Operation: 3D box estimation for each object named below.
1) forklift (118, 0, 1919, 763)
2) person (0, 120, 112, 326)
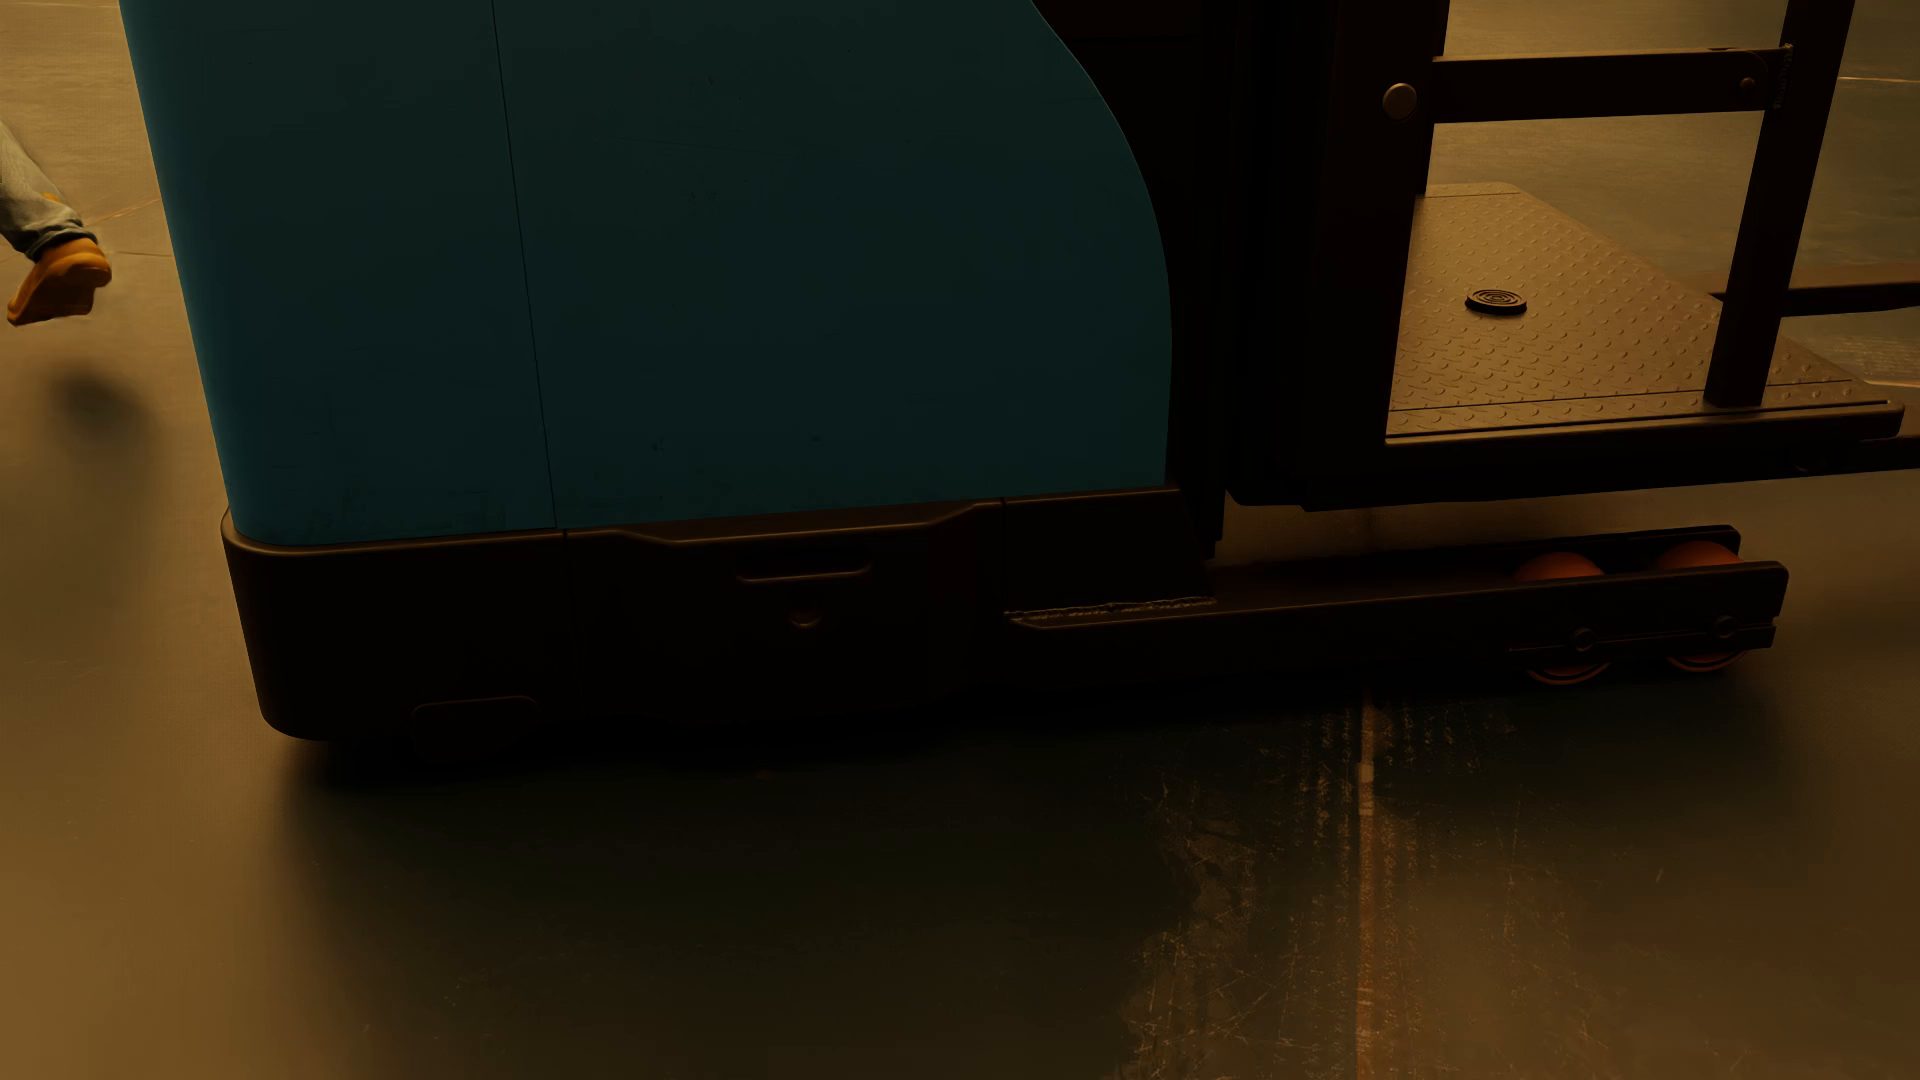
[{"bbox_3d":[0.600,-1.354,1.930,3.031,2.935,1.130,-4,27,-9],"label":"forklift"},{"bbox_3d":[-1.942,-1.091,2.775,0.665,1.702,0.713,15,30,26],"label":"person"}]
